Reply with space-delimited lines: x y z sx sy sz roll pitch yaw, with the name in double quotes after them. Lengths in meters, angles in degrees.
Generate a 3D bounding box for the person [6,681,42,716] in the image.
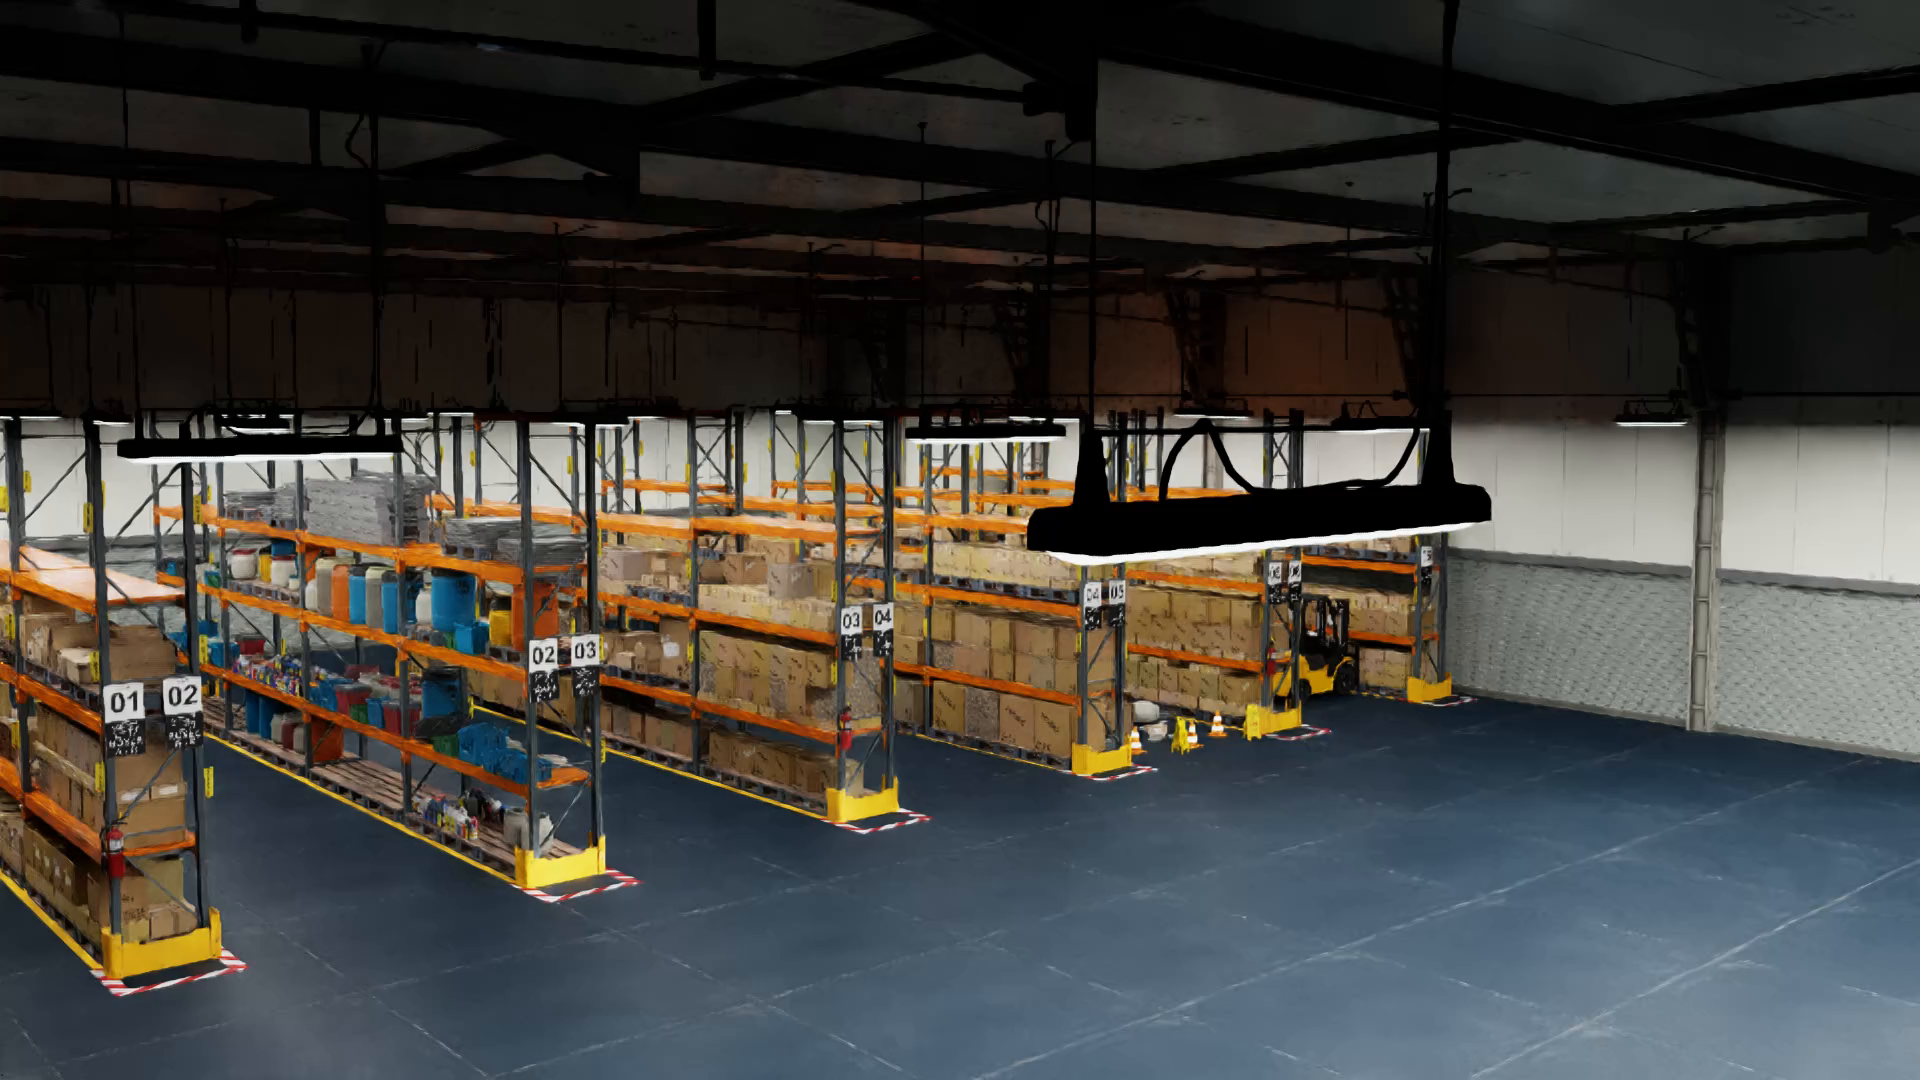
-16.591 2.877 29.656 0.858 1.696 0.736 5 7 43 "person"

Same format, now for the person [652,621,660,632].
-7.602 1.703 42.747 0.757 1.764 0.534 0 5 5 "person"
